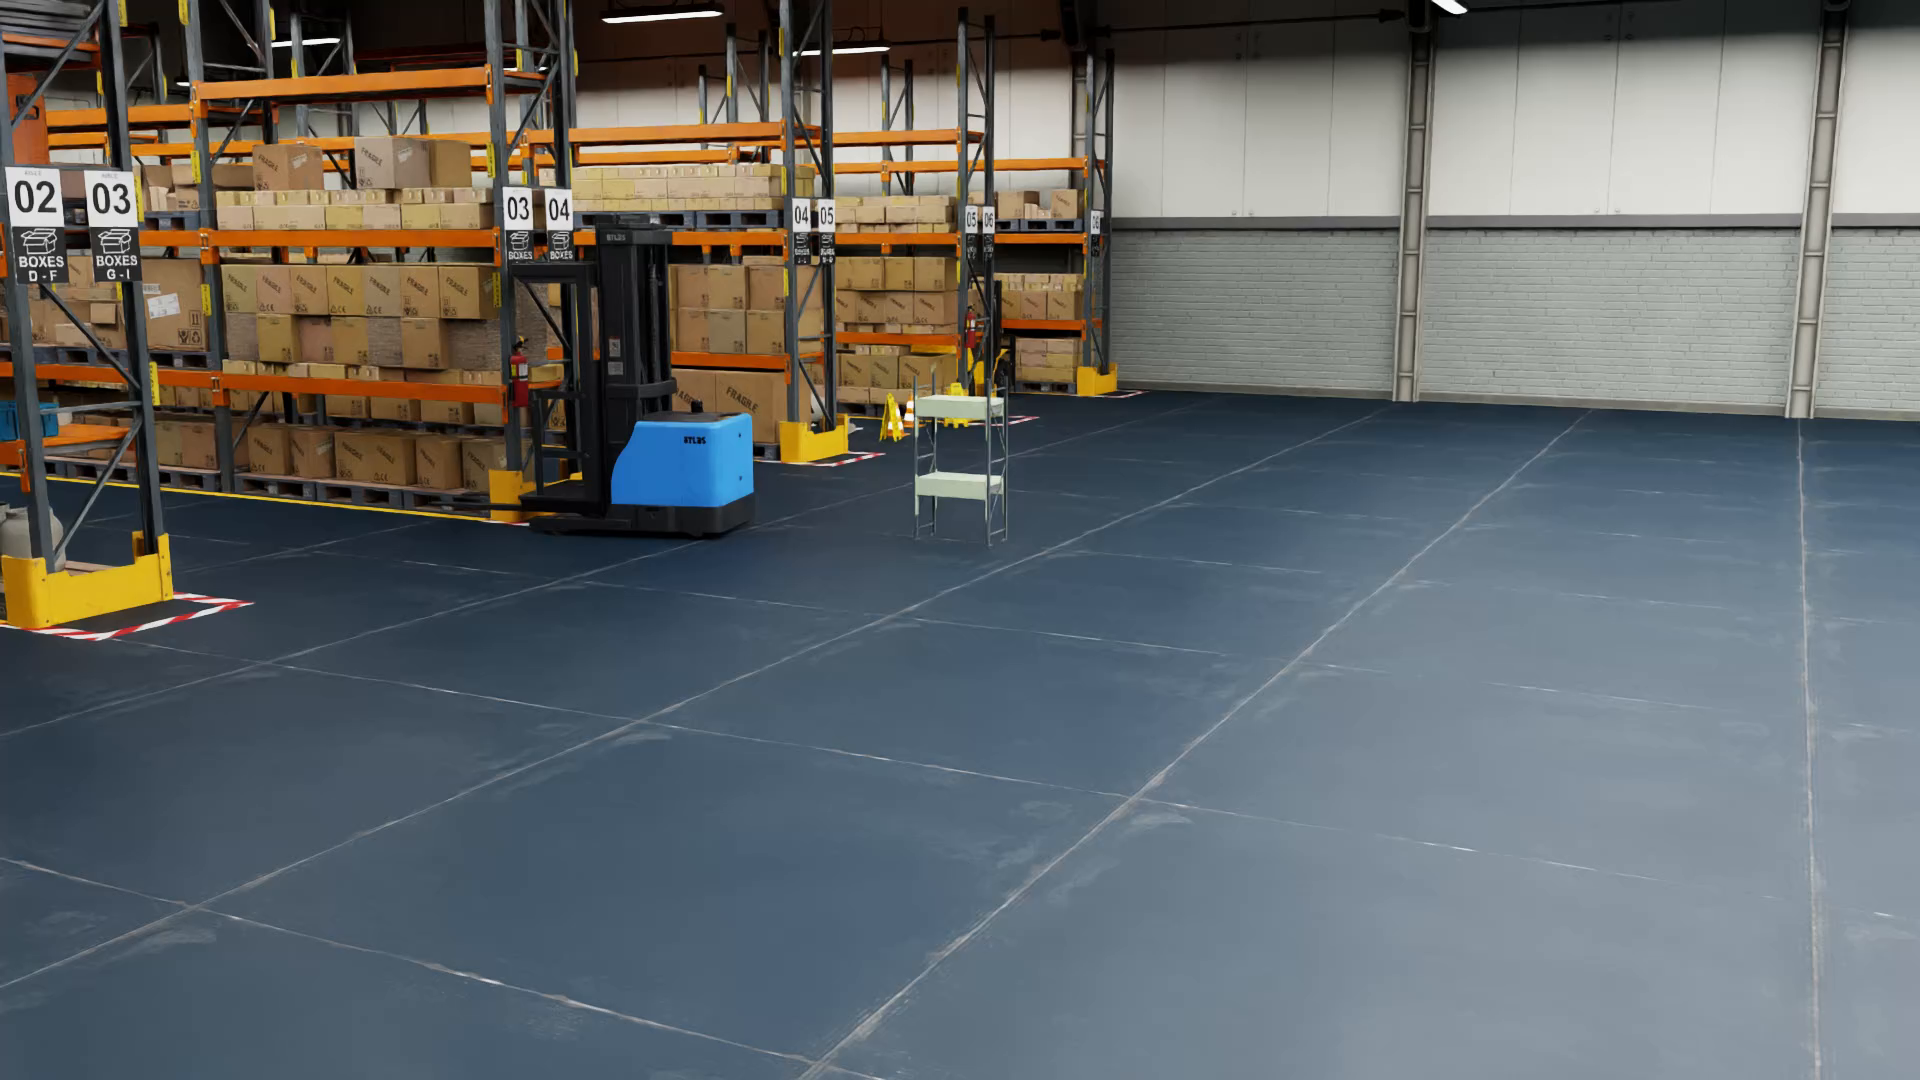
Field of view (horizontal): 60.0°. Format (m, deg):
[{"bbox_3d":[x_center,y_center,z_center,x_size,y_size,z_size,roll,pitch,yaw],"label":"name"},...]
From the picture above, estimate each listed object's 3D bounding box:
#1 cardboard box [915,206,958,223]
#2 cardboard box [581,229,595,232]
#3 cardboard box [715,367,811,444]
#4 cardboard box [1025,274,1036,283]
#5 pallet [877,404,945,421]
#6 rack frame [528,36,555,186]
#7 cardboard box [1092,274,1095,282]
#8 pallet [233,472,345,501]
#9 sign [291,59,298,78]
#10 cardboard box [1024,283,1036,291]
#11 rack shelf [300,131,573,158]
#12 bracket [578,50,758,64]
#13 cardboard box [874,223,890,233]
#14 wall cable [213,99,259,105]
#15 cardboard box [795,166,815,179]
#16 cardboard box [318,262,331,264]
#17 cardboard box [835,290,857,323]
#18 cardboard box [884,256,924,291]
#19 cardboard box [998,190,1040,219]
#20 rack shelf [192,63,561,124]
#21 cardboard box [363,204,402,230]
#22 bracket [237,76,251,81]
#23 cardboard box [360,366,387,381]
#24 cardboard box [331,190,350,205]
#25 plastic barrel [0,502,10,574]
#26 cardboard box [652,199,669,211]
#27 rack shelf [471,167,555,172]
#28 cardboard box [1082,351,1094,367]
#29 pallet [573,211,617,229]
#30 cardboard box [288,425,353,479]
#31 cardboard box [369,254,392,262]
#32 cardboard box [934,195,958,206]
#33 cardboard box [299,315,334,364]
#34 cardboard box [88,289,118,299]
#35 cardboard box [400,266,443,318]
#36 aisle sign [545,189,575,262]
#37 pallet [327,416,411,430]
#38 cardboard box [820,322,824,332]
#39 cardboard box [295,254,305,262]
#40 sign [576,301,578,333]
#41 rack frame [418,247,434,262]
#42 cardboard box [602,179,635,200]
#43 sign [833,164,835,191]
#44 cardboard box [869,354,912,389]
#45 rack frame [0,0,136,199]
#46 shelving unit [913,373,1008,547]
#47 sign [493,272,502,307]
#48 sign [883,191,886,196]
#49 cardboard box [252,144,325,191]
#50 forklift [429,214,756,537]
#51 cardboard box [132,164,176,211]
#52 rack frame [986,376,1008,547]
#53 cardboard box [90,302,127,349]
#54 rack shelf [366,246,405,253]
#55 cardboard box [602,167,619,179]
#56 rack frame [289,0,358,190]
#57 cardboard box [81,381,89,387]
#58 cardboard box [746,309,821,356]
[{"bbox_3d":[-0.336,-4.872,24.890,0.500,0.250,0.500,5,11,25],"label":"cardboard box"},{"bbox_3d":[-6.086,-5.405,27.971,0.500,0.500,0.700,5,11,26],"label":"cardboard box"},{"bbox_3d":[-2.495,-1.732,21.162,0.875,0.875,0.875,5,11,26],"label":"cardboard box"},{"bbox_3d":[1.349,-4.691,29.788,0.250,0.149,0.380,5,11,26],"label":"cardboard box"},{"bbox_3d":[-0.539,-2.030,25.852,1.213,0.211,1.003,5,11,26],"label":"pallet"},{"bbox_3d":[-6.932,-6.909,28.134,0.127,3.000,1.000,5,11,26],"label":"rack frame"},{"bbox_3d":[2.229,-4.694,29.809,0.250,0.149,0.380,5,11,25],"label":"cardboard box"},{"bbox_3d":[-7.112,-0.639,18.169,1.213,0.211,1.003,5,11,26],"label":"pallet"},{"bbox_3d":[-9.263,-6.521,23.149,0.005,0.325,0.100,5,11,26],"label":"sign"},{"bbox_3d":[1.335,-4.537,29.774,0.250,0.149,0.380,5,11,25],"label":"cardboard box"},{"bbox_3d":[-7.238,-5.402,22.951,4.000,0.370,1.077,5,11,26],"label":"rack shelf"},{"bbox_3d":[-6.011,-9.693,33.412,4.783,0.066,0.076,5,11,26],"label":"bracket"},{"bbox_3d":[-1.104,-4.745,25.310,0.250,0.149,0.380,5,11,25],"label":"cardboard box"},{"bbox_3d":[-16.408,-11.718,39.091,0.133,3.039,2.988,5,11,26],"label":"wall cable"},{"bbox_3d":[-2.016,-4.605,20.837,0.250,0.149,0.380,5,11,26],"label":"cardboard box"},{"bbox_3d":[-11.516,-4.847,30.502,0.500,0.500,0.500,5,11,25],"label":"cardboard box"},{"bbox_3d":[-1.707,-3.644,25.823,0.500,0.500,0.500,5,11,26],"label":"cardboard box"},{"bbox_3d":[-0.763,-4.060,25.318,0.500,0.500,0.700,5,11,26],"label":"cardboard box"},{"bbox_3d":[1.056,-5.993,29.757,0.500,0.500,0.700,5,11,26],"label":"cardboard box"},{"bbox_3d":[-5.936,-4.497,16.841,4.000,0.370,1.077,5,11,26],"label":"rack shelf"},{"bbox_3d":[-5.592,-3.224,16.618,0.500,0.250,0.500,5,12,27],"label":"cardboard box"},{"bbox_3d":[-16.587,-10.622,38.547,0.430,0.232,0.235,5,11,26],"label":"bracket"},{"bbox_3d":[-5.881,-1.711,16.965,0.250,0.149,0.380,5,11,26],"label":"cardboard box"},{"bbox_3d":[-6.142,-3.471,16.862,0.250,0.149,0.380,5,12,27],"label":"cardboard box"},{"bbox_3d":[-7.408,-0.014,12.691,0.421,0.512,0.421,0,10,0],"label":"plastic barrel"},{"bbox_3d":[-3.673,-4.228,20.992,0.250,0.149,0.380,5,11,27],"label":"cardboard box"},{"bbox_3d":[-10.120,-7.819,35.193,4.000,0.370,1.077,5,11,26],"label":"rack shelf"},{"bbox_3d":[2.106,-3.289,30.118,0.500,0.250,0.500,5,12,27],"label":"cardboard box"},{"bbox_3d":[-4.715,-4.209,21.890,1.213,0.211,1.003,5,11,26],"label":"pallet"},{"bbox_3d":[-6.872,-0.953,17.915,0.500,0.500,0.500,10,14,44],"label":"cardboard box"},{"bbox_3d":[-10.687,-5.198,30.621,0.250,0.149,0.380,5,11,25],"label":"cardboard box"},{"bbox_3d":[-0.192,-5.050,24.756,0.250,0.149,0.380,5,11,26],"label":"cardboard box"},{"bbox_3d":[-6.428,-2.140,17.518,0.500,0.500,0.875,5,11,26],"label":"cardboard box"},{"bbox_3d":[-13.177,-3.662,25.924,0.500,0.500,0.500,5,11,26],"label":"cardboard box"},{"bbox_3d":[-5.196,-2.473,16.550,0.500,0.500,0.500,5,11,26],"label":"cardboard box"},{"bbox_3d":[-3.954,-3.066,16.446,0.004,0.787,0.394,5,11,26],"label":"aisle sign"},{"bbox_3d":[-8.358,-1.712,24.095,1.213,0.211,1.003,5,11,26],"label":"pallet"},{"bbox_3d":[-2.061,-3.339,25.964,0.250,0.149,0.380,5,11,26],"label":"cardboard box"},{"bbox_3d":[-12.054,-5.216,30.720,0.250,0.149,0.380,5,11,25],"label":"cardboard box"},{"bbox_3d":[-3.903,-2.256,16.842,0.005,0.325,0.100,5,11,26],"label":"sign"},{"bbox_3d":[-11.913,-5.380,36.533,0.127,3.000,1.000,5,11,26],"label":"rack frame"},{"bbox_3d":[-4.224,-4.485,21.291,0.500,0.250,0.500,5,11,25],"label":"cardboard box"},{"bbox_3d":[-1.606,-4.561,20.908,0.005,0.325,0.100,5,11,26],"label":"sign"},{"bbox_3d":[-1.061,-2.611,25.669,0.500,0.500,0.500,6,12,28],"label":"cardboard box"},{"bbox_3d":[-6.334,-3.904,11.535,0.127,3.000,1.000,5,11,26],"label":"rack frame"},{"bbox_3d":[0.006,-0.737,15.094,0.755,1.500,0.431,5,11,26],"label":"shelving unit"},{"bbox_3d":[-4.406,-2.382,15.828,0.005,0.325,0.100,5,11,26],"label":"sign"},{"bbox_3d":[-1.383,-6.232,30.484,0.005,0.325,0.100,5,11,26],"label":"sign"},{"bbox_3d":[-7.213,-3.981,17.864,0.500,0.500,0.500,5,11,24],"label":"cardboard box"},{"bbox_3d":[-3.548,-1.579,15.725,3.031,2.935,1.130,2,10,12],"label":"forklift"},{"bbox_3d":[-8.953,-3.919,18.569,0.637,0.503,0.797,6,12,28],"label":"cardboard box"},{"bbox_3d":[0.334,-0.709,14.934,0.023,1.500,0.400,5,11,26],"label":"rack frame"},{"bbox_3d":[-9.325,-2.438,18.808,0.637,0.503,0.797,6,12,32],"label":"cardboard box"},{"bbox_3d":[-8.725,-5.236,29.336,4.000,0.370,1.077,5,11,26],"label":"rack shelf"},{"bbox_3d":[-4.353,-4.680,21.252,0.250,0.149,0.380,5,11,26],"label":"cardboard box"},{"bbox_3d":[-9.031,-6.110,23.722,0.127,3.000,1.000,5,11,26],"label":"rack frame"},{"bbox_3d":[-13.719,-2.470,26.448,0.250,0.149,0.380,5,11,26],"label":"cardboard box"},{"bbox_3d":[-2.210,-2.623,20.881,0.550,0.550,0.875,5,11,26],"label":"cardboard box"}]
